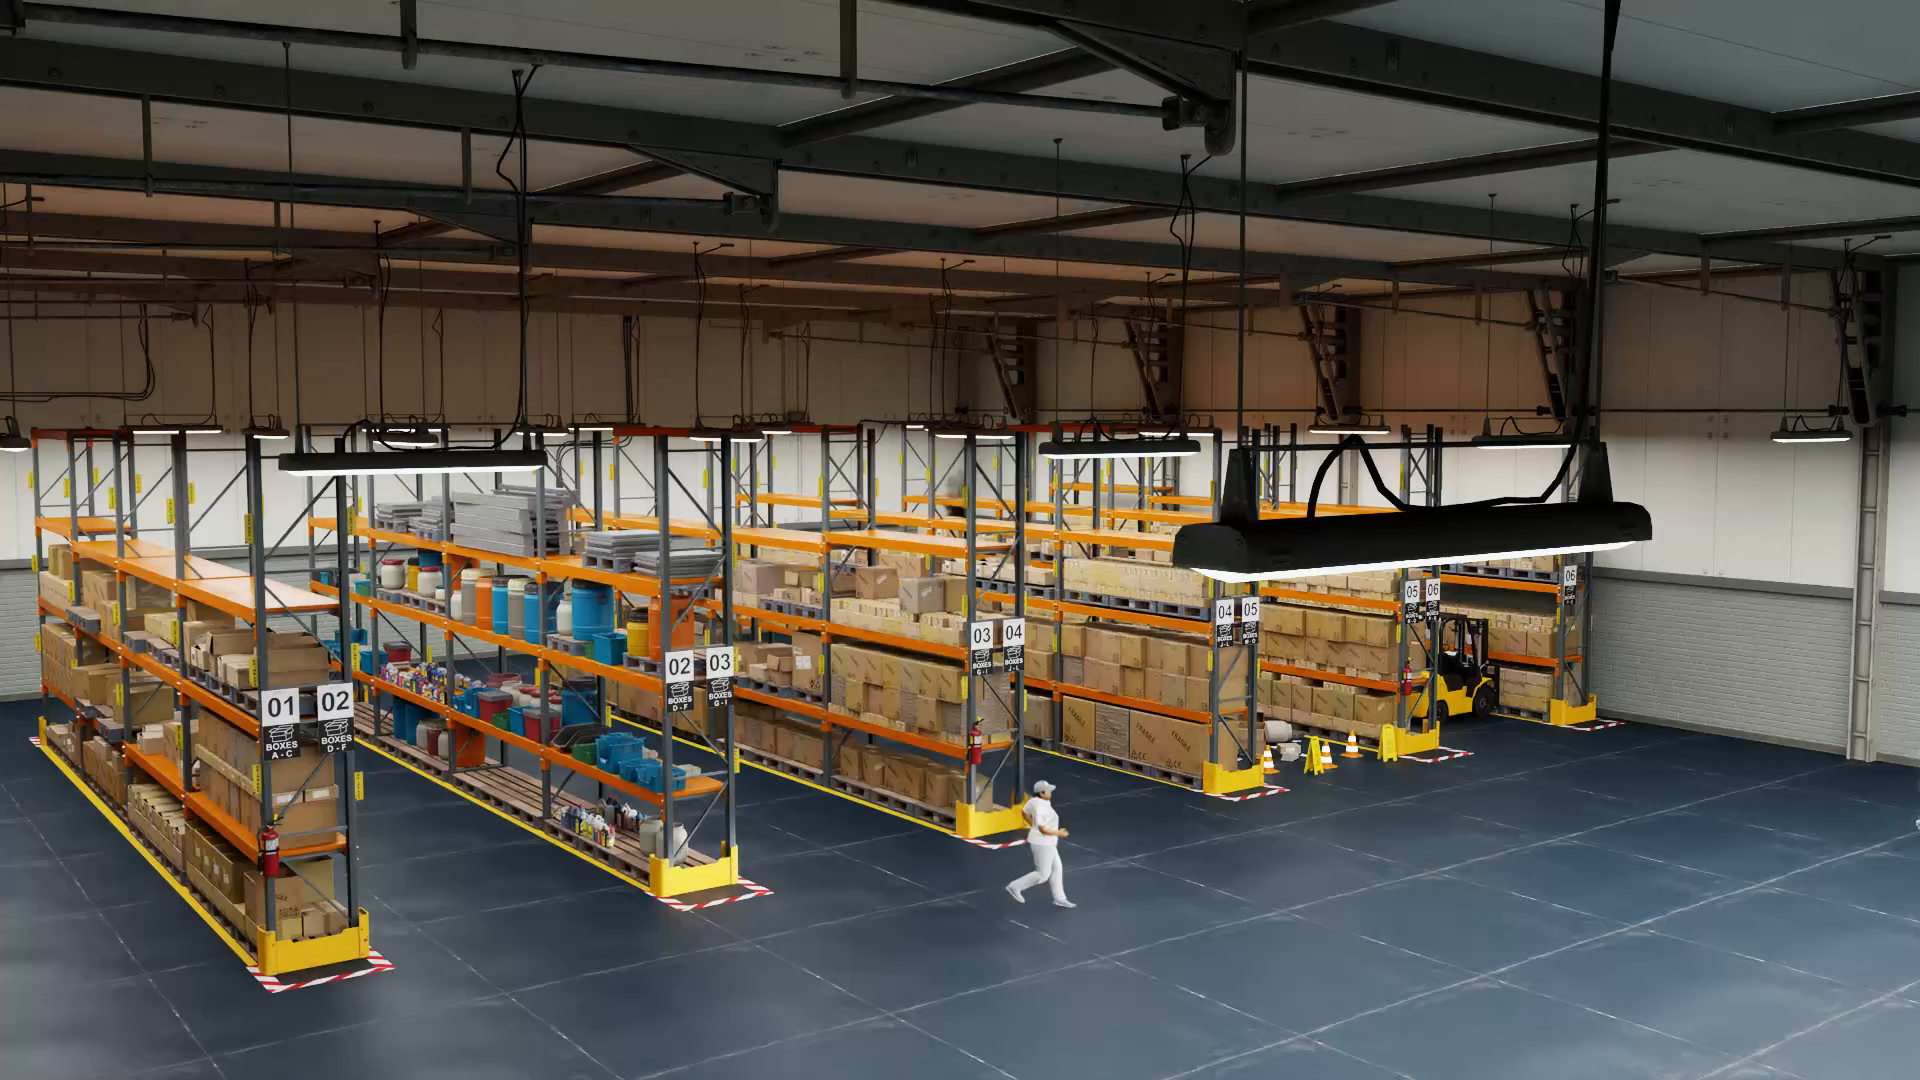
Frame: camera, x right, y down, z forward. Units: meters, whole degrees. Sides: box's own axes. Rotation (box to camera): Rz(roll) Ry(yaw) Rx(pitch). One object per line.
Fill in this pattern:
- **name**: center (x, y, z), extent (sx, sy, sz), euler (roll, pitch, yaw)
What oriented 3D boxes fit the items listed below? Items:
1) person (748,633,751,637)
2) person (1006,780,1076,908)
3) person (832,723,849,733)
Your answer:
- **person**: center (-4.187, 2.752, 34.413), extent (0.632, 1.775, 0.676), euler (-3, 6, -37)
- **person**: center (1.024, 3.865, 21.045), extent (0.912, 1.669, 0.619), euler (0, 4, -5)
- **person**: center (-2.268, 2.981, 31.955), extent (0.562, 1.682, 0.885), euler (-4, 6, -44)
